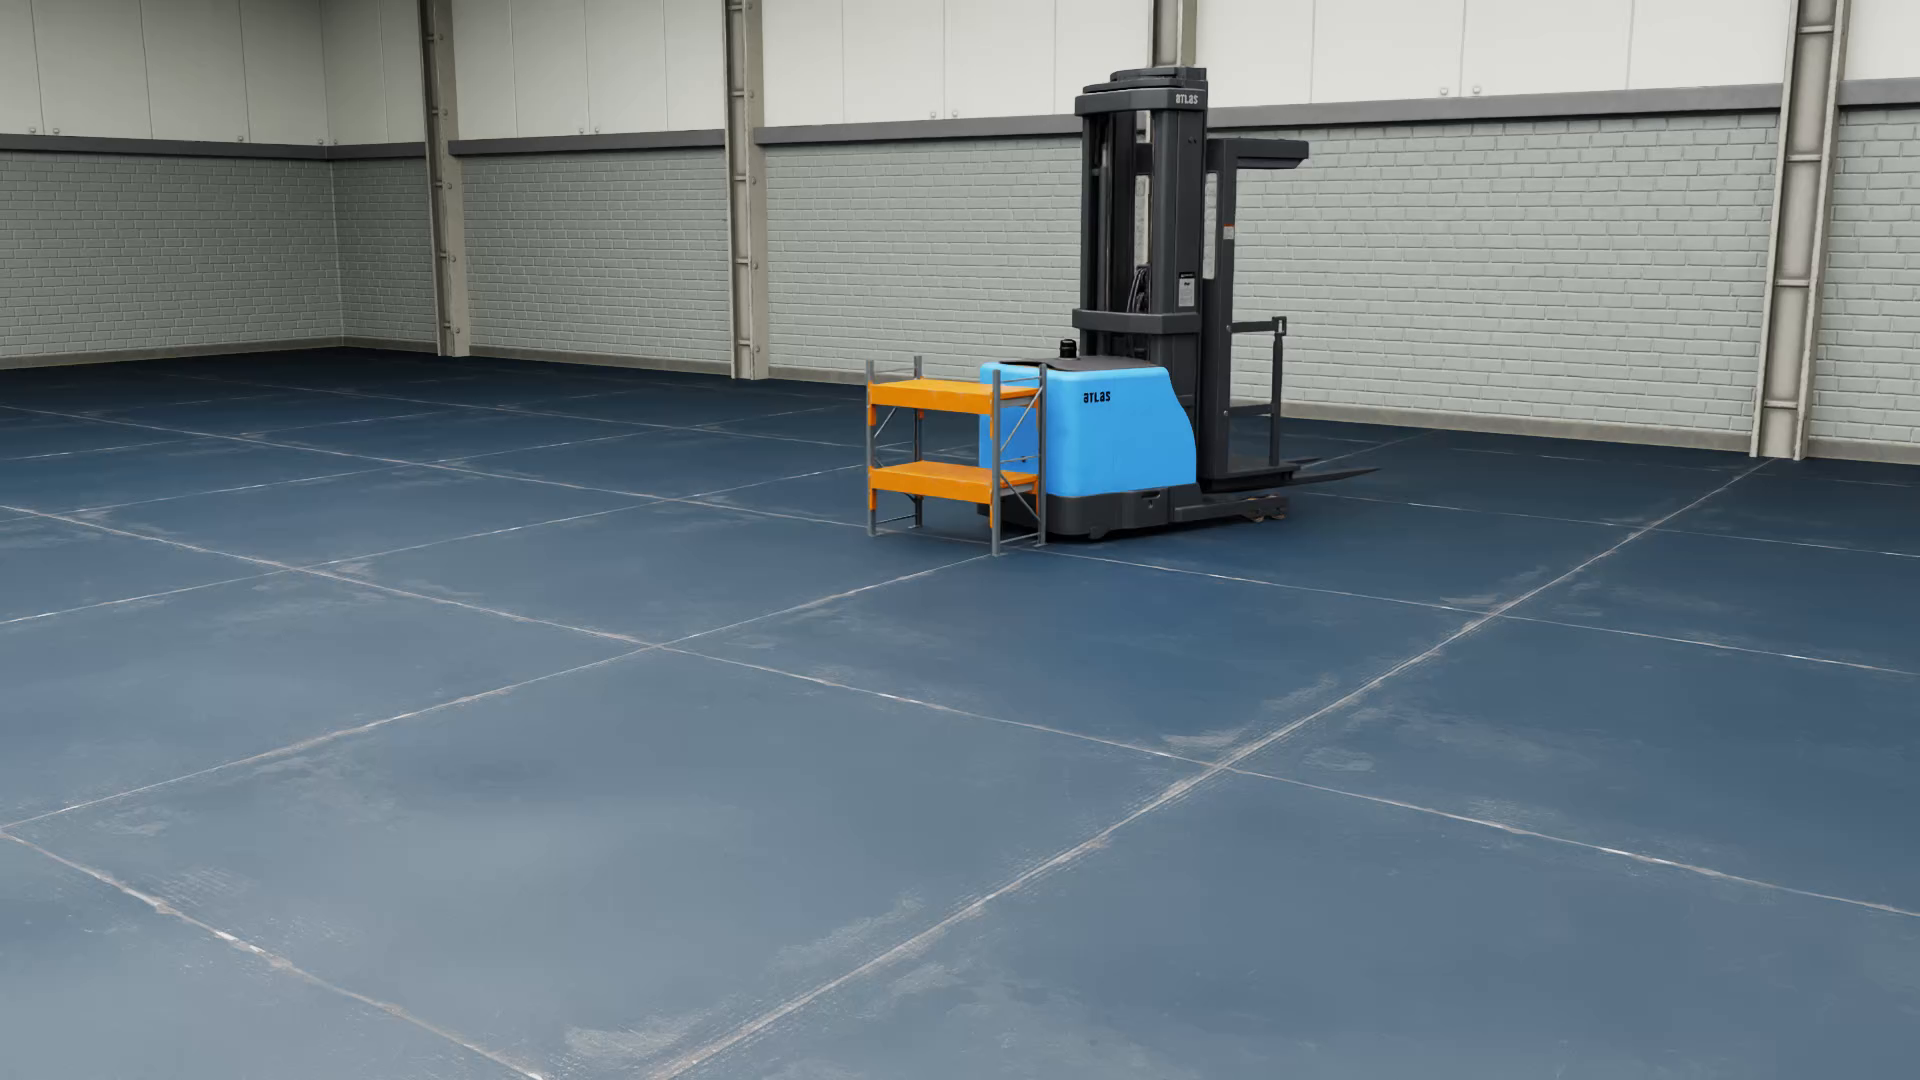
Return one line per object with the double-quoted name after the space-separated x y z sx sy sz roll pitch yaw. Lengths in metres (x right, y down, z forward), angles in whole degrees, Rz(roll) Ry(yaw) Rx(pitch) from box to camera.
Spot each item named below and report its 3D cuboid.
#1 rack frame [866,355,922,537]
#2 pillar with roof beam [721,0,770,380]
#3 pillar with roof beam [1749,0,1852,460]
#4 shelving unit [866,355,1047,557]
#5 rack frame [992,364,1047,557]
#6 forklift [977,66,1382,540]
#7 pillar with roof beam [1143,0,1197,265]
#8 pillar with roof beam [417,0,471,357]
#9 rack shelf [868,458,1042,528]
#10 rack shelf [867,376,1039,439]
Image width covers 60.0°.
-0.420 -0.610 10.720 0.032 1.125 0.500 9 14 39 "rack frame"
-5.218 -5.824 16.945 0.400 9.000 9.100 8 13 36 "pillar with roof beam"
4.454 -4.475 9.971 0.400 9.000 9.100 8 13 36 "pillar with roof beam"
-0.029 -0.548 10.401 1.048 1.125 0.538 9 14 39 "shelving unit"
0.363 -0.487 10.083 0.032 1.125 0.500 9 14 39 "rack frame"
1.620 -1.633 11.252 3.031 2.935 1.130 -7 13 -33 "forklift"
-0.382 -5.150 13.458 0.400 9.000 9.100 8 13 36 "pillar with roof beam"
-10.054 -6.499 20.432 0.400 9.000 9.100 8 13 36 "pillar with roof beam"
-0.029 -0.308 10.448 1.000 0.278 0.538 9 14 39 "rack shelf"
-0.029 -0.835 10.346 1.000 0.278 0.538 9 14 39 "rack shelf"
